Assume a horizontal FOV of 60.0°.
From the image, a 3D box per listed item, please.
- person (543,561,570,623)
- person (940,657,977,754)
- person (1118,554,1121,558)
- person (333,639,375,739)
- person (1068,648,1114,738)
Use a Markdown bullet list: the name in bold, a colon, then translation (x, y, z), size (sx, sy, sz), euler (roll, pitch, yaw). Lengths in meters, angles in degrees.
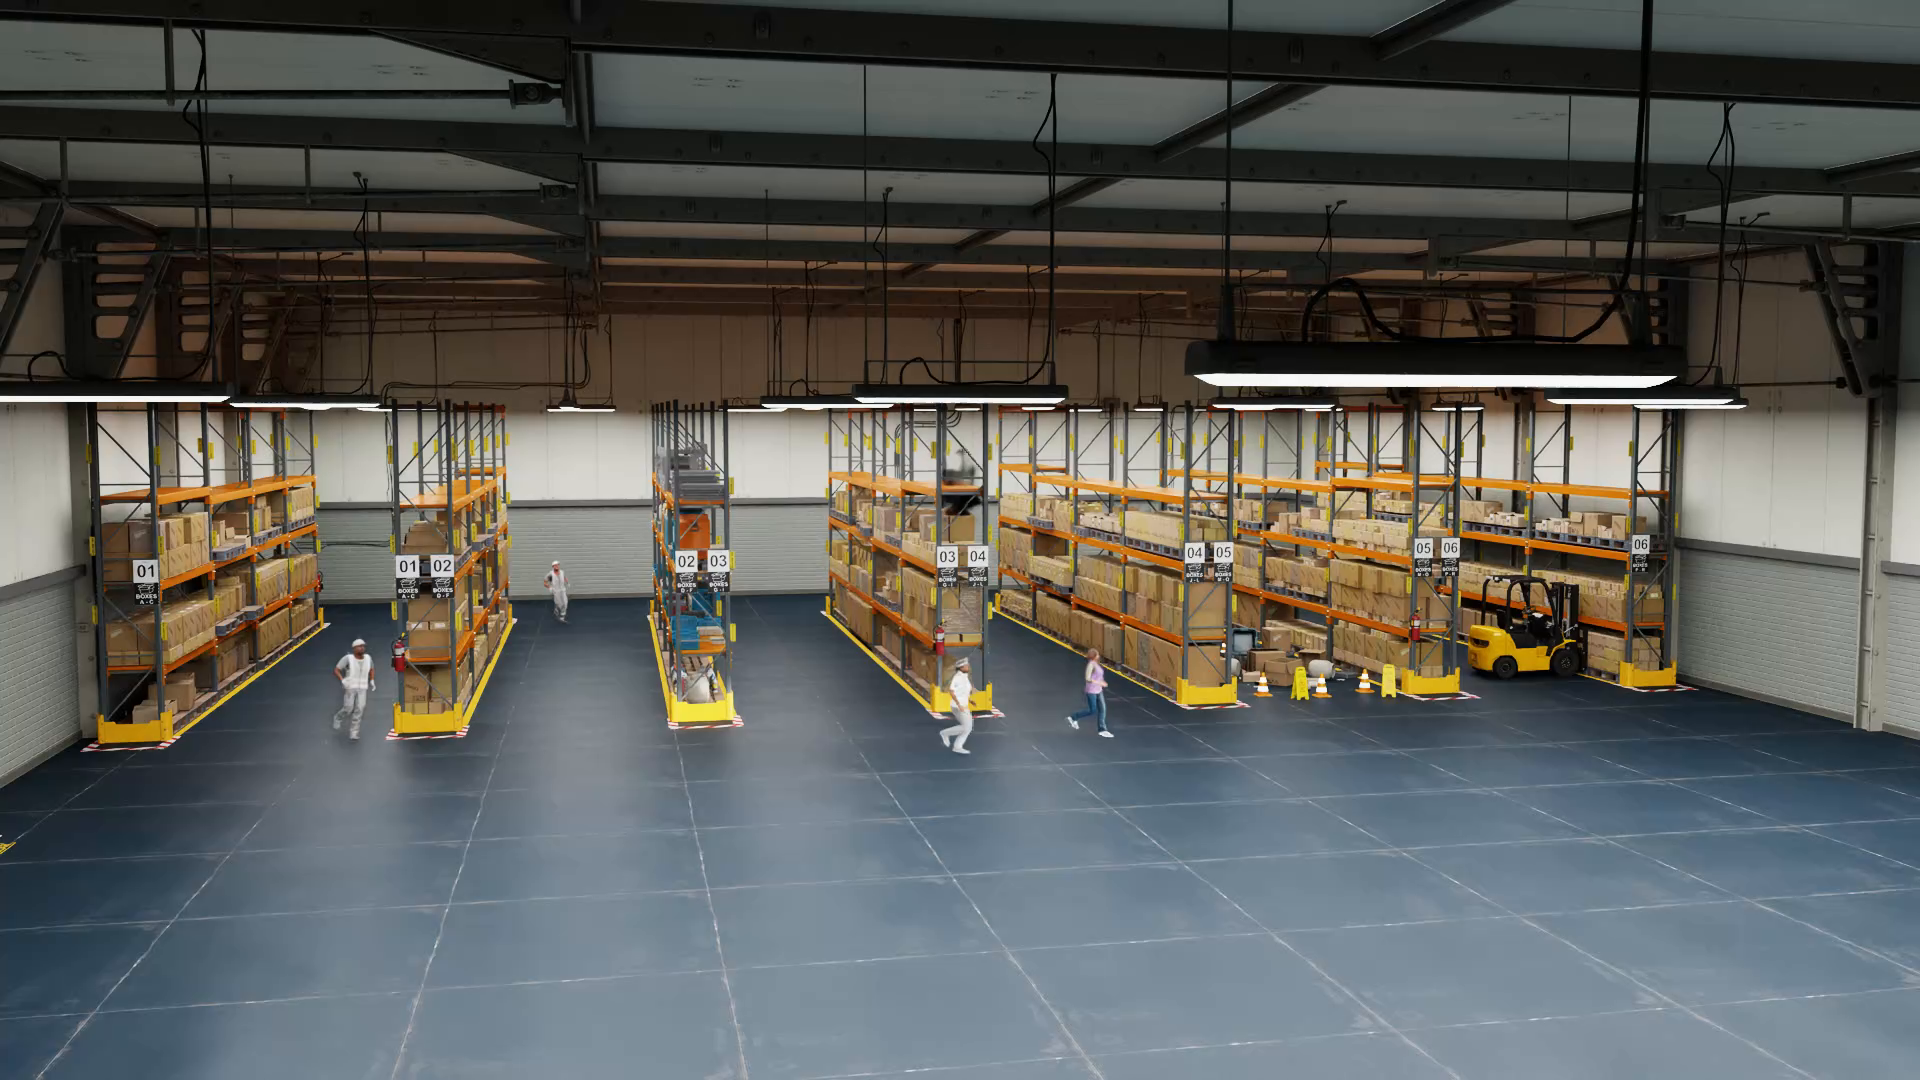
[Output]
- **person**: translation (-10.990, 1.435, 45.481), size (0.677, 1.728, 0.622), euler (-4, 6, -41)
- **person**: translation (-0.023, 2.795, 28.123), size (0.588, 1.649, 0.561), euler (1, 4, 14)
- **person**: translation (5.070, 1.019, 50.837), size (0.824, 1.767, 0.709), euler (0, 4, -2)
- **person**: translation (-10.723, 2.631, 29.564), size (0.732, 1.729, 0.833), euler (-4, 6, -42)
- **person**: translation (2.334, 2.708, 29.537), size (0.839, 1.592, 0.545), euler (2, 5, 23)
